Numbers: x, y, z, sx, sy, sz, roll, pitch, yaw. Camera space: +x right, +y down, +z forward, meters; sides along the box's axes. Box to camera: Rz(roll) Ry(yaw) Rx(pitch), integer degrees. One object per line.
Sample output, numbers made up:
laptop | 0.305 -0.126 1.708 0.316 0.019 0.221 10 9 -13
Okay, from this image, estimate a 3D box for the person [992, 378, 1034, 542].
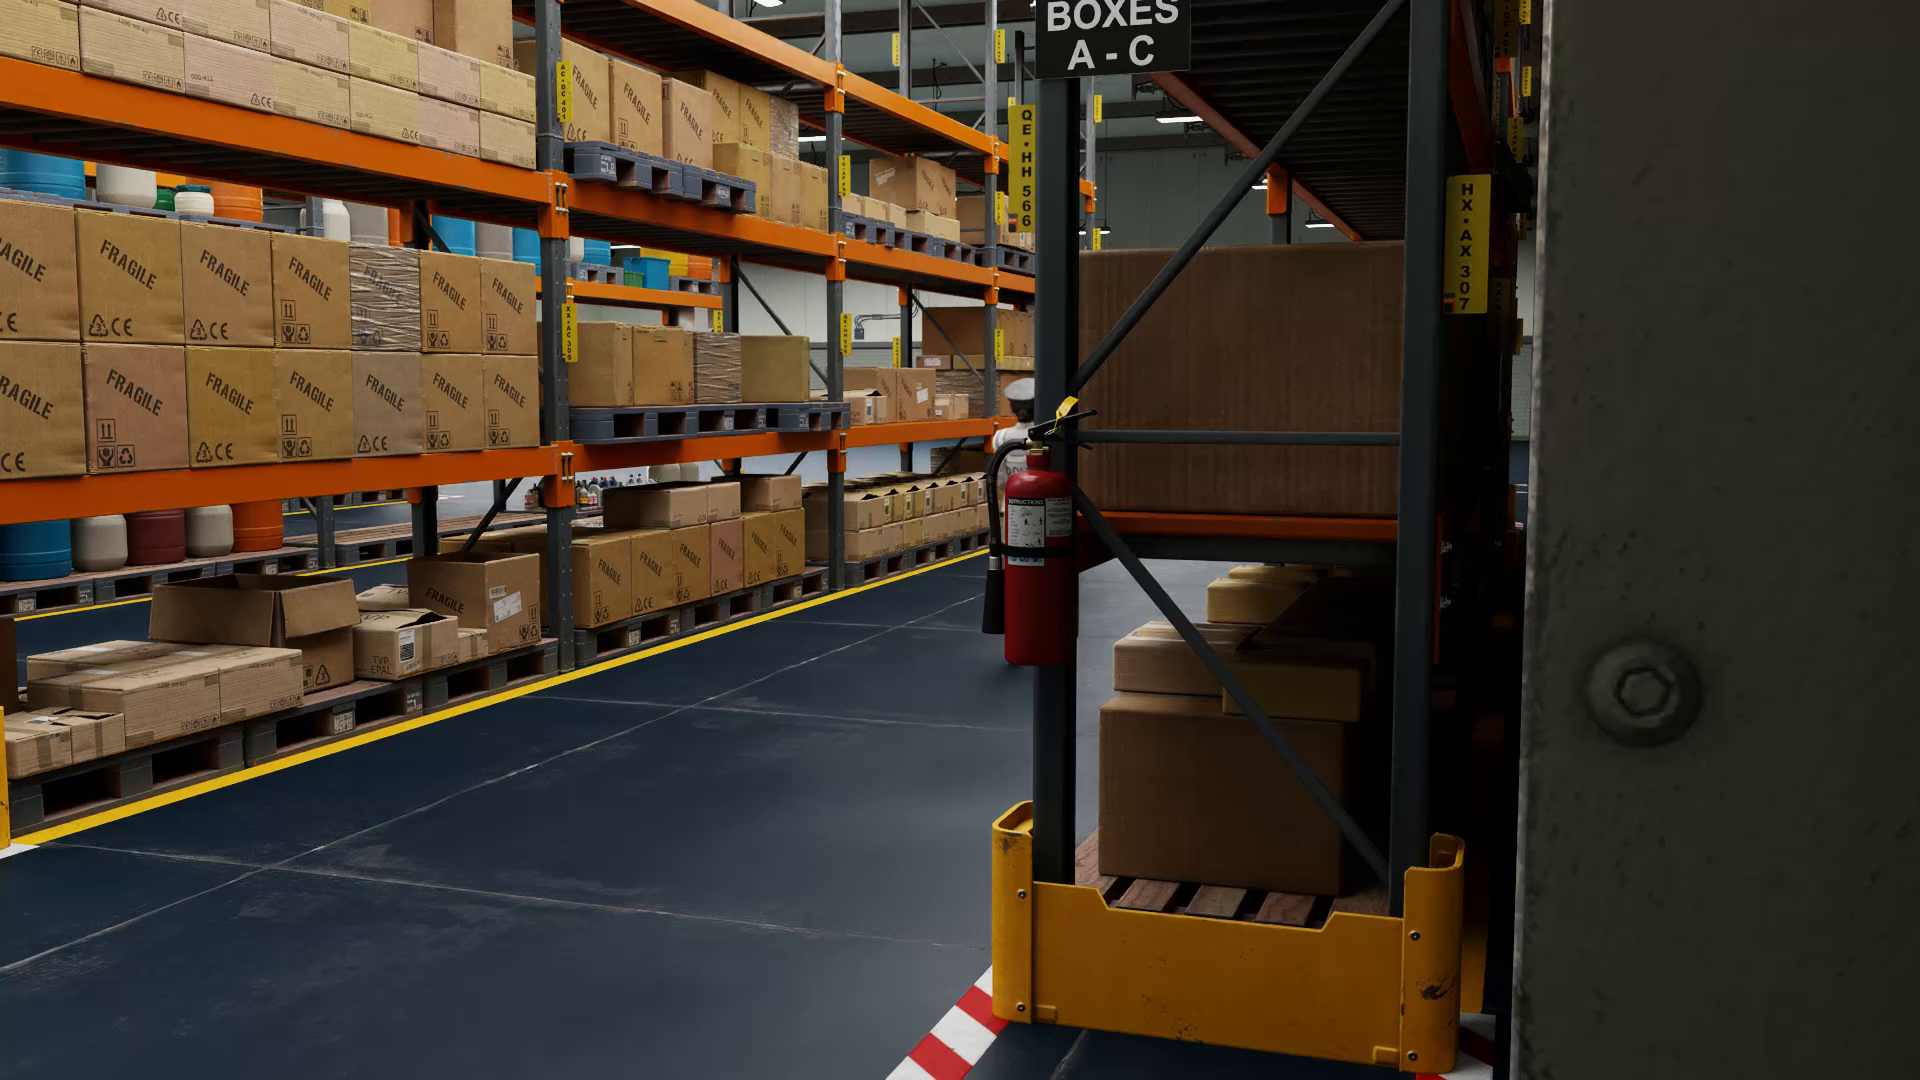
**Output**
person | 0.443 -0.112 9.818 0.459 1.686 0.563 2 6 19
